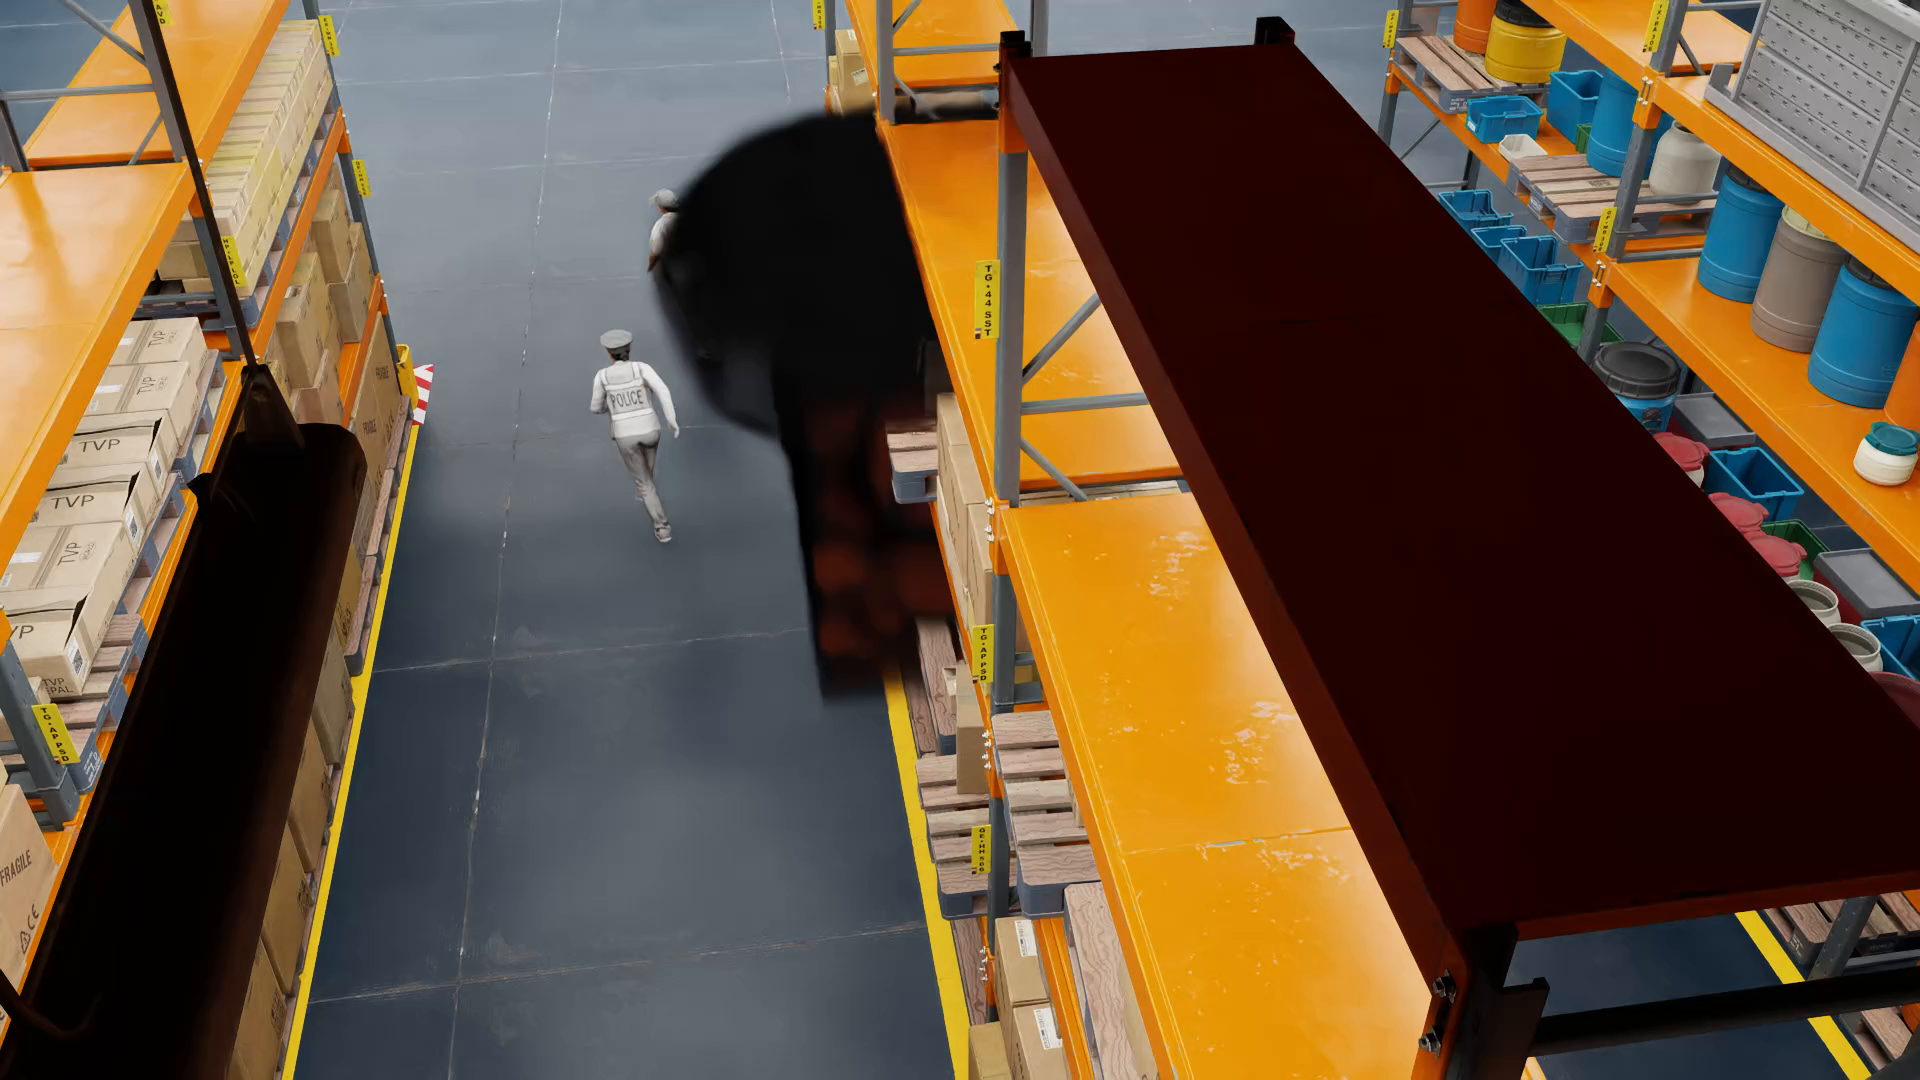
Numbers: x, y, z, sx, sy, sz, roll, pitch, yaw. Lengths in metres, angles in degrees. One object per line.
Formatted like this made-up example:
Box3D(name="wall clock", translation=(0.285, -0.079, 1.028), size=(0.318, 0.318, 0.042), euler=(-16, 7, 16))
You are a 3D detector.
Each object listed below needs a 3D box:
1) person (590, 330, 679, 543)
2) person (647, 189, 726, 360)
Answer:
Box3D(name="person", translation=(-2.497, -0.781, 12.910), size=(0.609, 1.491, 1.047), euler=(-10, 38, -14))
Box3D(name="person", translation=(-2.563, -2.465, 15.447), size=(0.565, 1.607, 0.749), euler=(-27, 44, -31))
